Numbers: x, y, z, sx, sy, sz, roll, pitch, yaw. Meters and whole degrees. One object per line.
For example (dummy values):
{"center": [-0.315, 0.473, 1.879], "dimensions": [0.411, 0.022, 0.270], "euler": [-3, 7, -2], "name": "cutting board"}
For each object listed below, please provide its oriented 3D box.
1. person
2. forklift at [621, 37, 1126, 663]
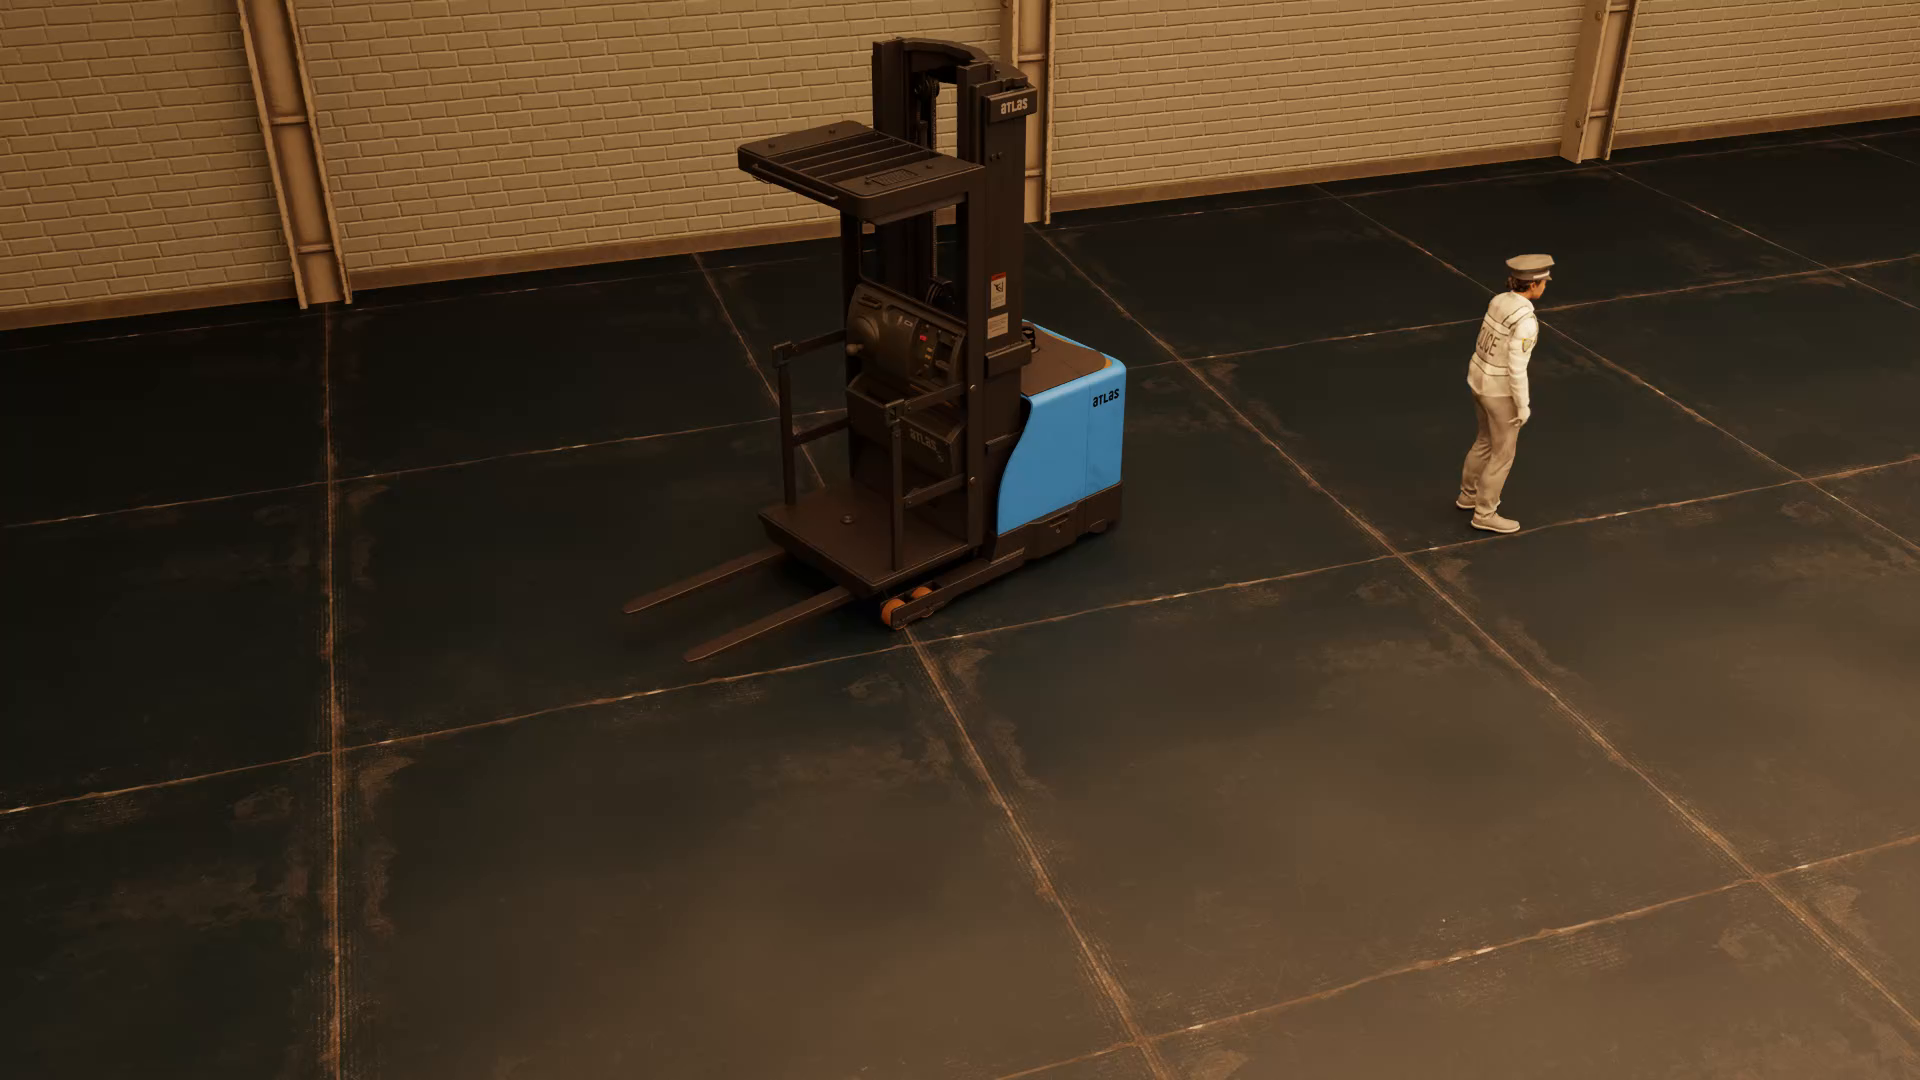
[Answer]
{"center": [3.222, -0.885, 9.897], "dimensions": [0.373, 1.665, 0.543], "euler": [-3, 30, -5], "name": "person"}
{"center": [-0.461, -1.072, 8.951], "dimensions": [3.031, 2.935, 1.130], "euler": [-23, 37, -34], "name": "forklift"}
